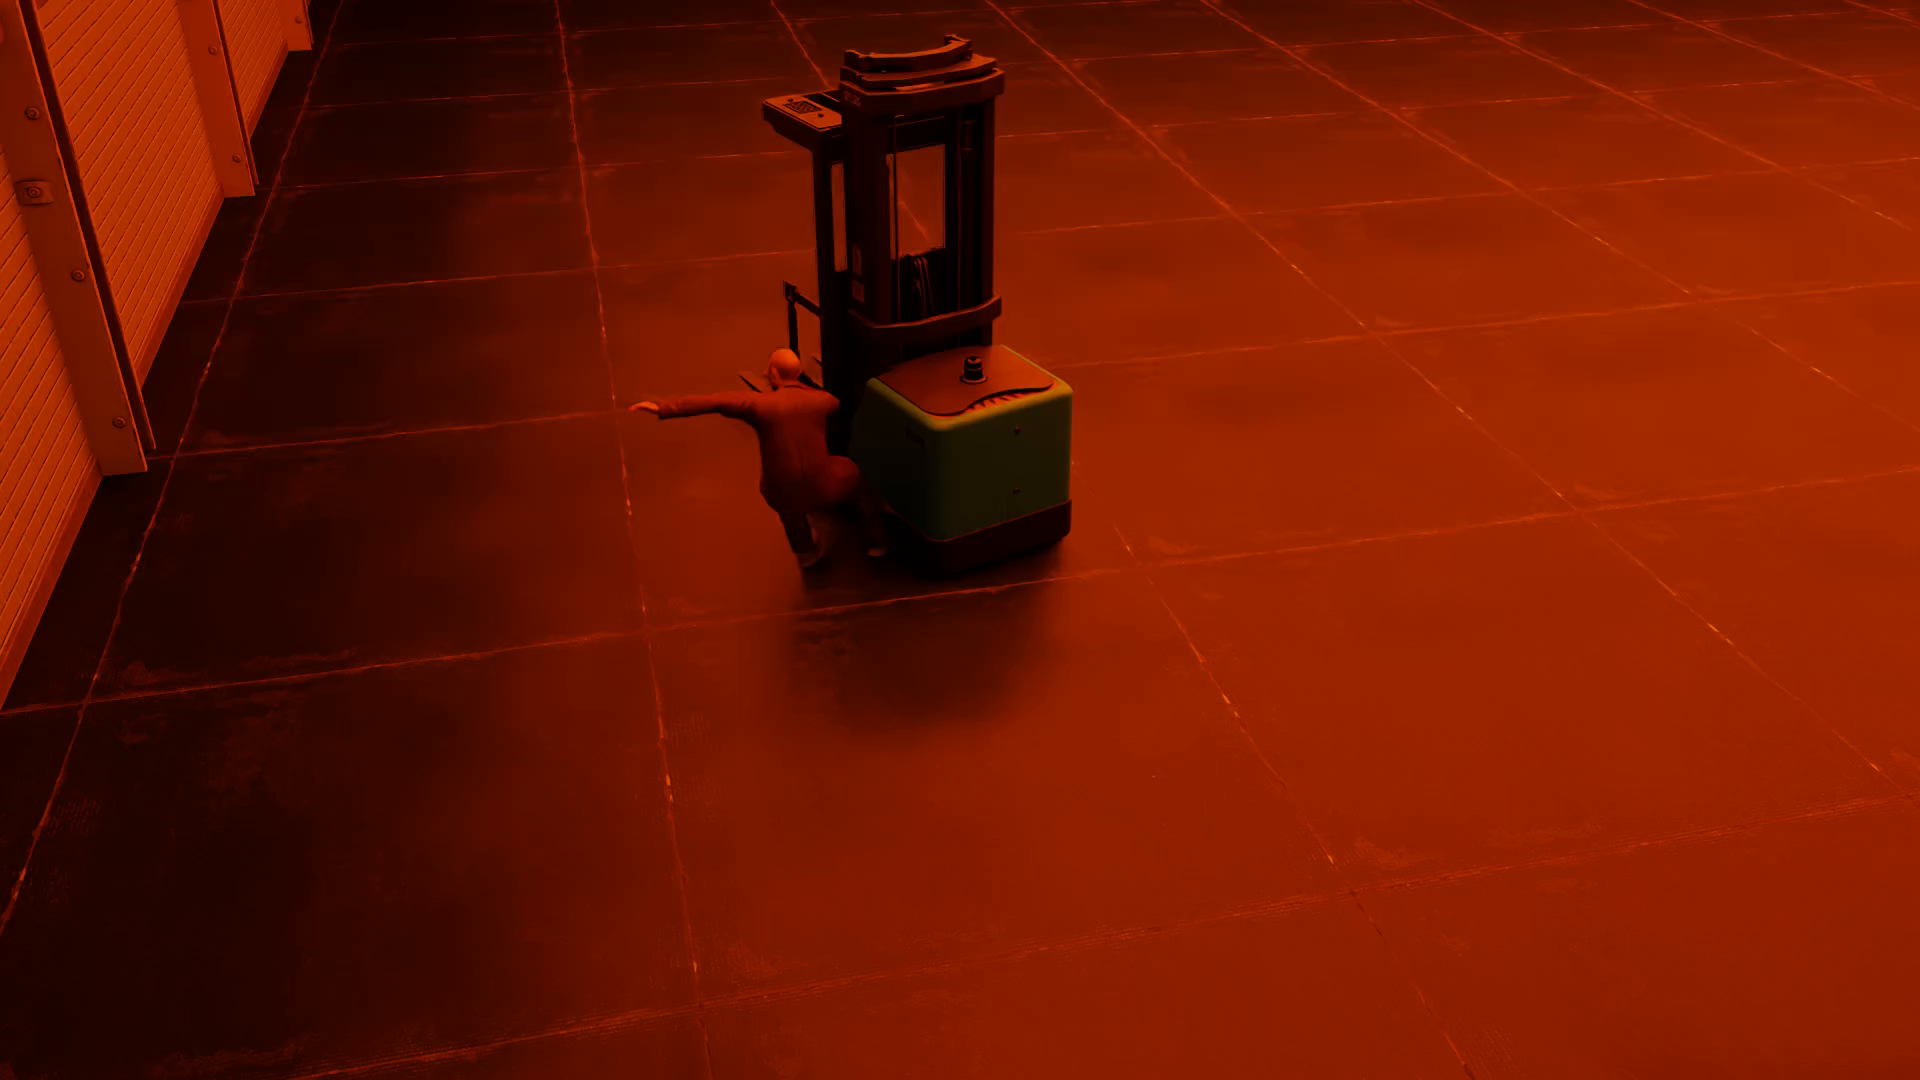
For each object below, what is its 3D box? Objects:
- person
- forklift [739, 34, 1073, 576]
[{"bbox_3d":[-1.094,-0.434,9.823,1.643,1.460,0.785,-10,31,-16],"label":"person"},{"bbox_3d":[-0.521,-1.751,10.599,1.130,2.935,3.031,-18,34,-28],"label":"forklift"}]
